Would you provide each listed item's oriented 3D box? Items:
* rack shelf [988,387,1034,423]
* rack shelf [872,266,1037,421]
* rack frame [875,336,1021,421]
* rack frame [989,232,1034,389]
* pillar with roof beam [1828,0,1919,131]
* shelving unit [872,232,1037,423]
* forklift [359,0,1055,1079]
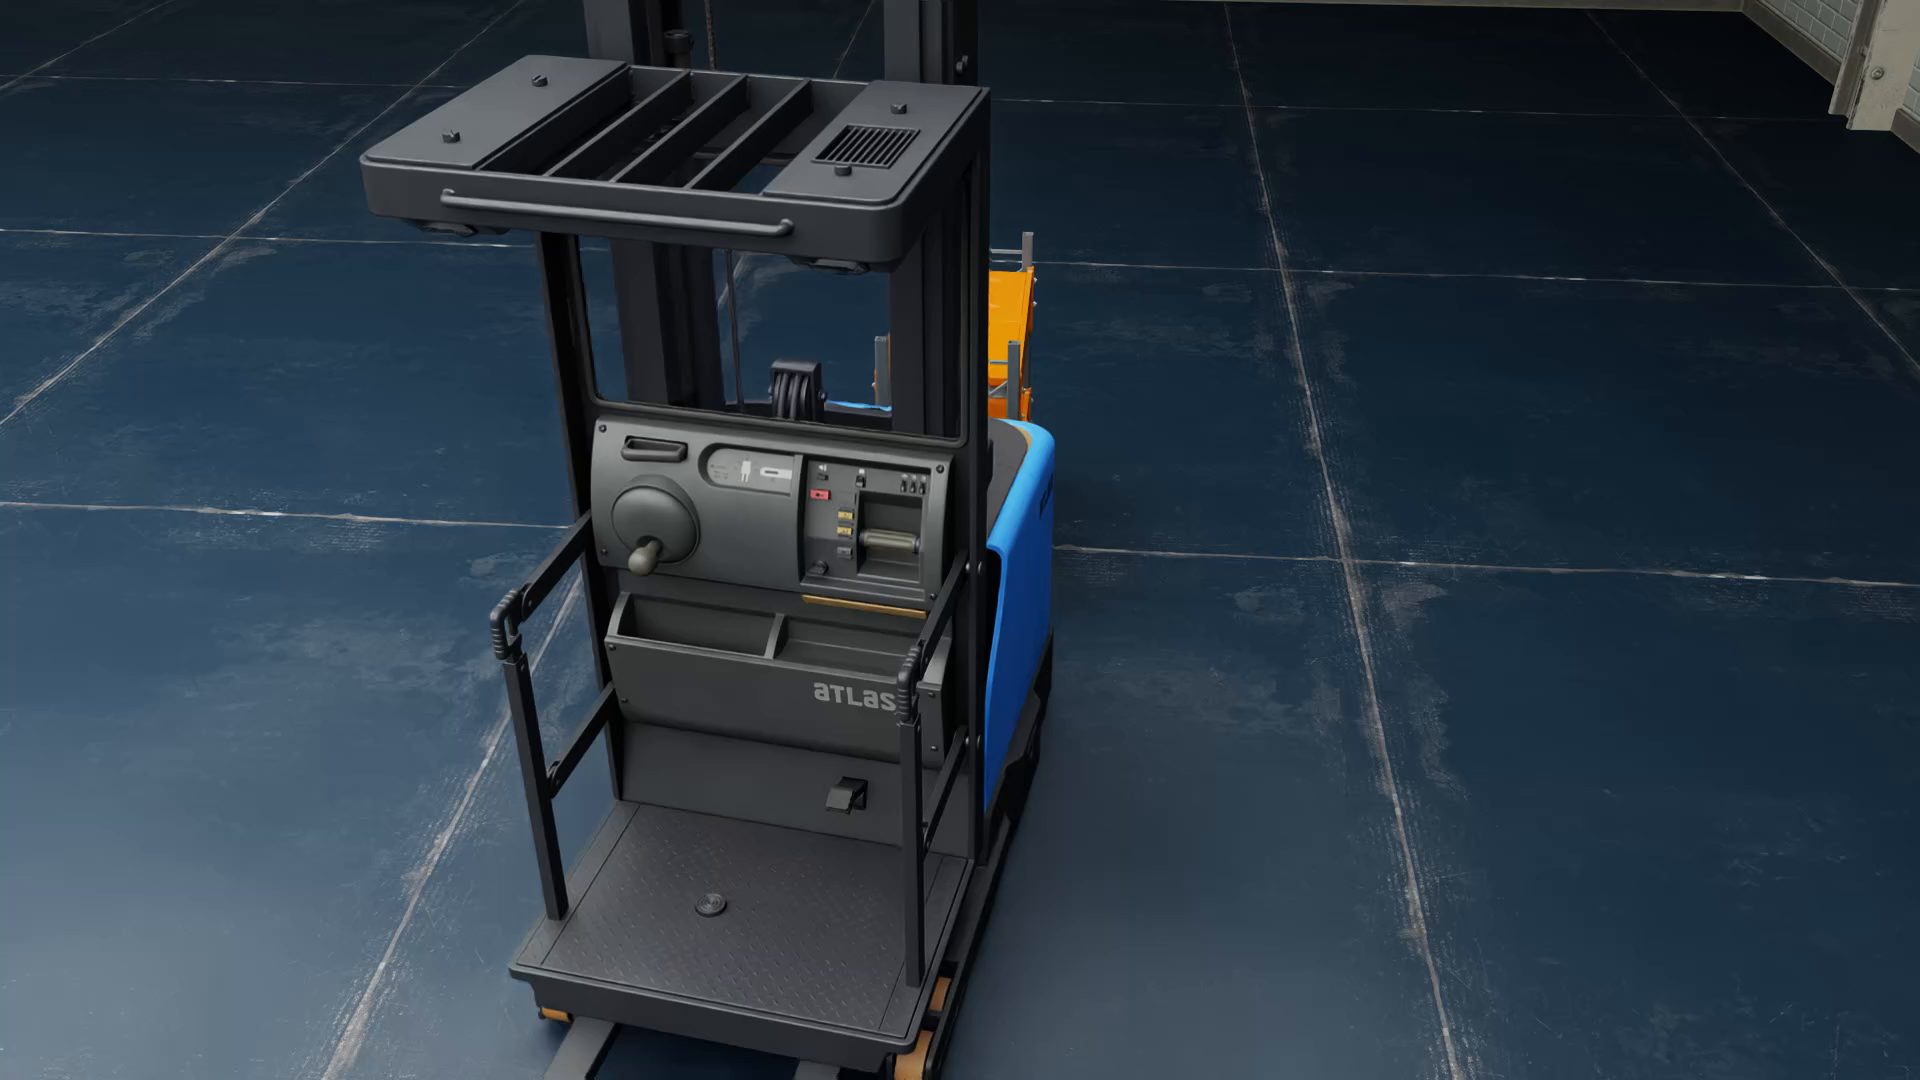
[{"bbox_3d":[-0.001,-0.267,6.577,0.538,0.278,1.000,2,32,4],"label":"rack shelf"},{"bbox_3d":[-0.001,-0.725,6.296,0.538,0.278,1.000,2,32,4],"label":"rack shelf"},{"bbox_3d":[-0.042,-0.210,6.018,0.500,1.125,0.032,2,32,4],"label":"rack frame"},{"bbox_3d":[0.041,-0.741,6.880,0.500,1.125,0.032,2,32,4],"label":"rack frame"},{"bbox_3d":[1.897,-6.892,9.357,9.100,9.000,0.400,2,32,4],"label":"pillar with roof beam"},{"bbox_3d":[-0.001,-0.475,6.449,0.538,1.125,1.048,2,32,4],"label":"shelving unit"},{"bbox_3d":[-0.531,-0.017,3.984,1.130,2.935,3.031,7,32,12],"label":"forklift"}]
